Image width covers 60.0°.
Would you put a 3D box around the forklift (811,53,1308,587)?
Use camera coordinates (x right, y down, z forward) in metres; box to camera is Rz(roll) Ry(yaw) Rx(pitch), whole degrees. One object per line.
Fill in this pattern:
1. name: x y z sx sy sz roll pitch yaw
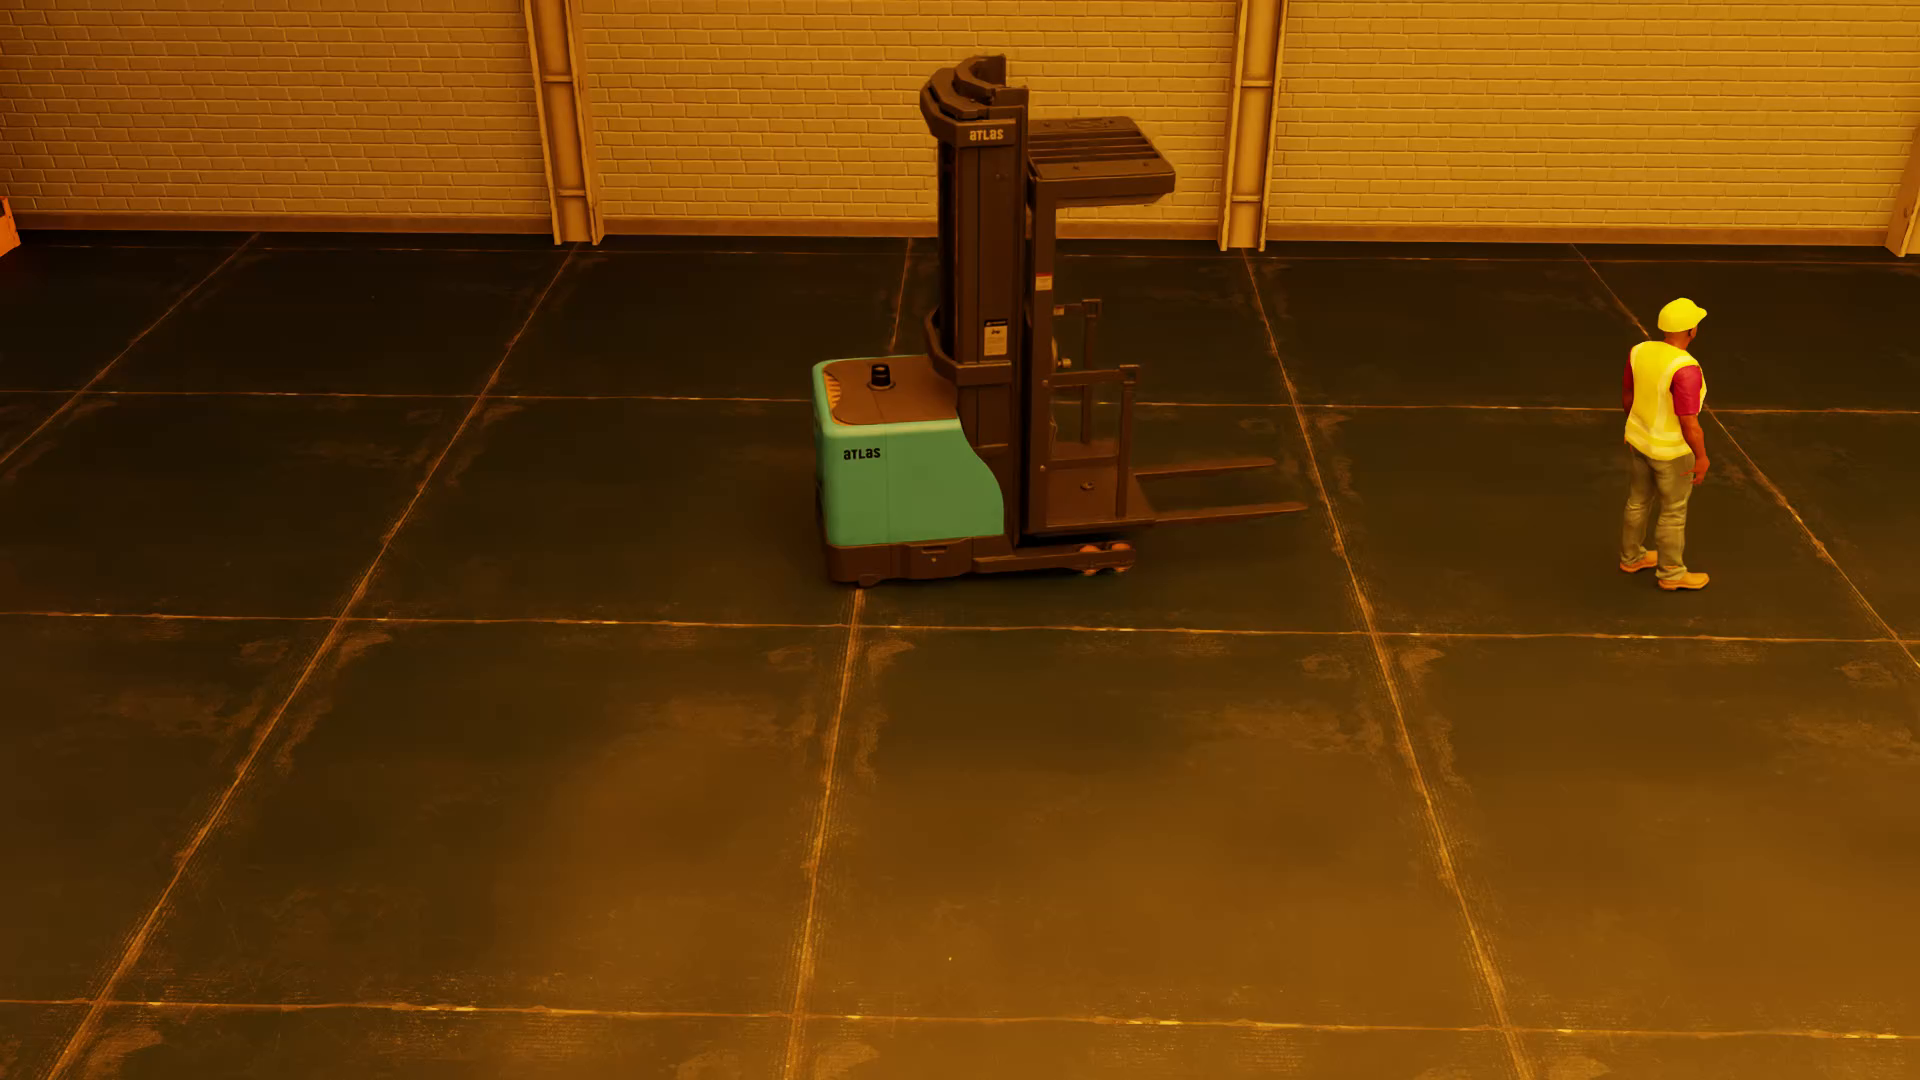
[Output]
1. forklift: 0.631 -1.321 9.854 3.031 2.935 1.130 -4 31 -8

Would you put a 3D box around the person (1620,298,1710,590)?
1. person: 4.168 -0.580 9.734 0.565 1.768 0.665 -9 32 -15
